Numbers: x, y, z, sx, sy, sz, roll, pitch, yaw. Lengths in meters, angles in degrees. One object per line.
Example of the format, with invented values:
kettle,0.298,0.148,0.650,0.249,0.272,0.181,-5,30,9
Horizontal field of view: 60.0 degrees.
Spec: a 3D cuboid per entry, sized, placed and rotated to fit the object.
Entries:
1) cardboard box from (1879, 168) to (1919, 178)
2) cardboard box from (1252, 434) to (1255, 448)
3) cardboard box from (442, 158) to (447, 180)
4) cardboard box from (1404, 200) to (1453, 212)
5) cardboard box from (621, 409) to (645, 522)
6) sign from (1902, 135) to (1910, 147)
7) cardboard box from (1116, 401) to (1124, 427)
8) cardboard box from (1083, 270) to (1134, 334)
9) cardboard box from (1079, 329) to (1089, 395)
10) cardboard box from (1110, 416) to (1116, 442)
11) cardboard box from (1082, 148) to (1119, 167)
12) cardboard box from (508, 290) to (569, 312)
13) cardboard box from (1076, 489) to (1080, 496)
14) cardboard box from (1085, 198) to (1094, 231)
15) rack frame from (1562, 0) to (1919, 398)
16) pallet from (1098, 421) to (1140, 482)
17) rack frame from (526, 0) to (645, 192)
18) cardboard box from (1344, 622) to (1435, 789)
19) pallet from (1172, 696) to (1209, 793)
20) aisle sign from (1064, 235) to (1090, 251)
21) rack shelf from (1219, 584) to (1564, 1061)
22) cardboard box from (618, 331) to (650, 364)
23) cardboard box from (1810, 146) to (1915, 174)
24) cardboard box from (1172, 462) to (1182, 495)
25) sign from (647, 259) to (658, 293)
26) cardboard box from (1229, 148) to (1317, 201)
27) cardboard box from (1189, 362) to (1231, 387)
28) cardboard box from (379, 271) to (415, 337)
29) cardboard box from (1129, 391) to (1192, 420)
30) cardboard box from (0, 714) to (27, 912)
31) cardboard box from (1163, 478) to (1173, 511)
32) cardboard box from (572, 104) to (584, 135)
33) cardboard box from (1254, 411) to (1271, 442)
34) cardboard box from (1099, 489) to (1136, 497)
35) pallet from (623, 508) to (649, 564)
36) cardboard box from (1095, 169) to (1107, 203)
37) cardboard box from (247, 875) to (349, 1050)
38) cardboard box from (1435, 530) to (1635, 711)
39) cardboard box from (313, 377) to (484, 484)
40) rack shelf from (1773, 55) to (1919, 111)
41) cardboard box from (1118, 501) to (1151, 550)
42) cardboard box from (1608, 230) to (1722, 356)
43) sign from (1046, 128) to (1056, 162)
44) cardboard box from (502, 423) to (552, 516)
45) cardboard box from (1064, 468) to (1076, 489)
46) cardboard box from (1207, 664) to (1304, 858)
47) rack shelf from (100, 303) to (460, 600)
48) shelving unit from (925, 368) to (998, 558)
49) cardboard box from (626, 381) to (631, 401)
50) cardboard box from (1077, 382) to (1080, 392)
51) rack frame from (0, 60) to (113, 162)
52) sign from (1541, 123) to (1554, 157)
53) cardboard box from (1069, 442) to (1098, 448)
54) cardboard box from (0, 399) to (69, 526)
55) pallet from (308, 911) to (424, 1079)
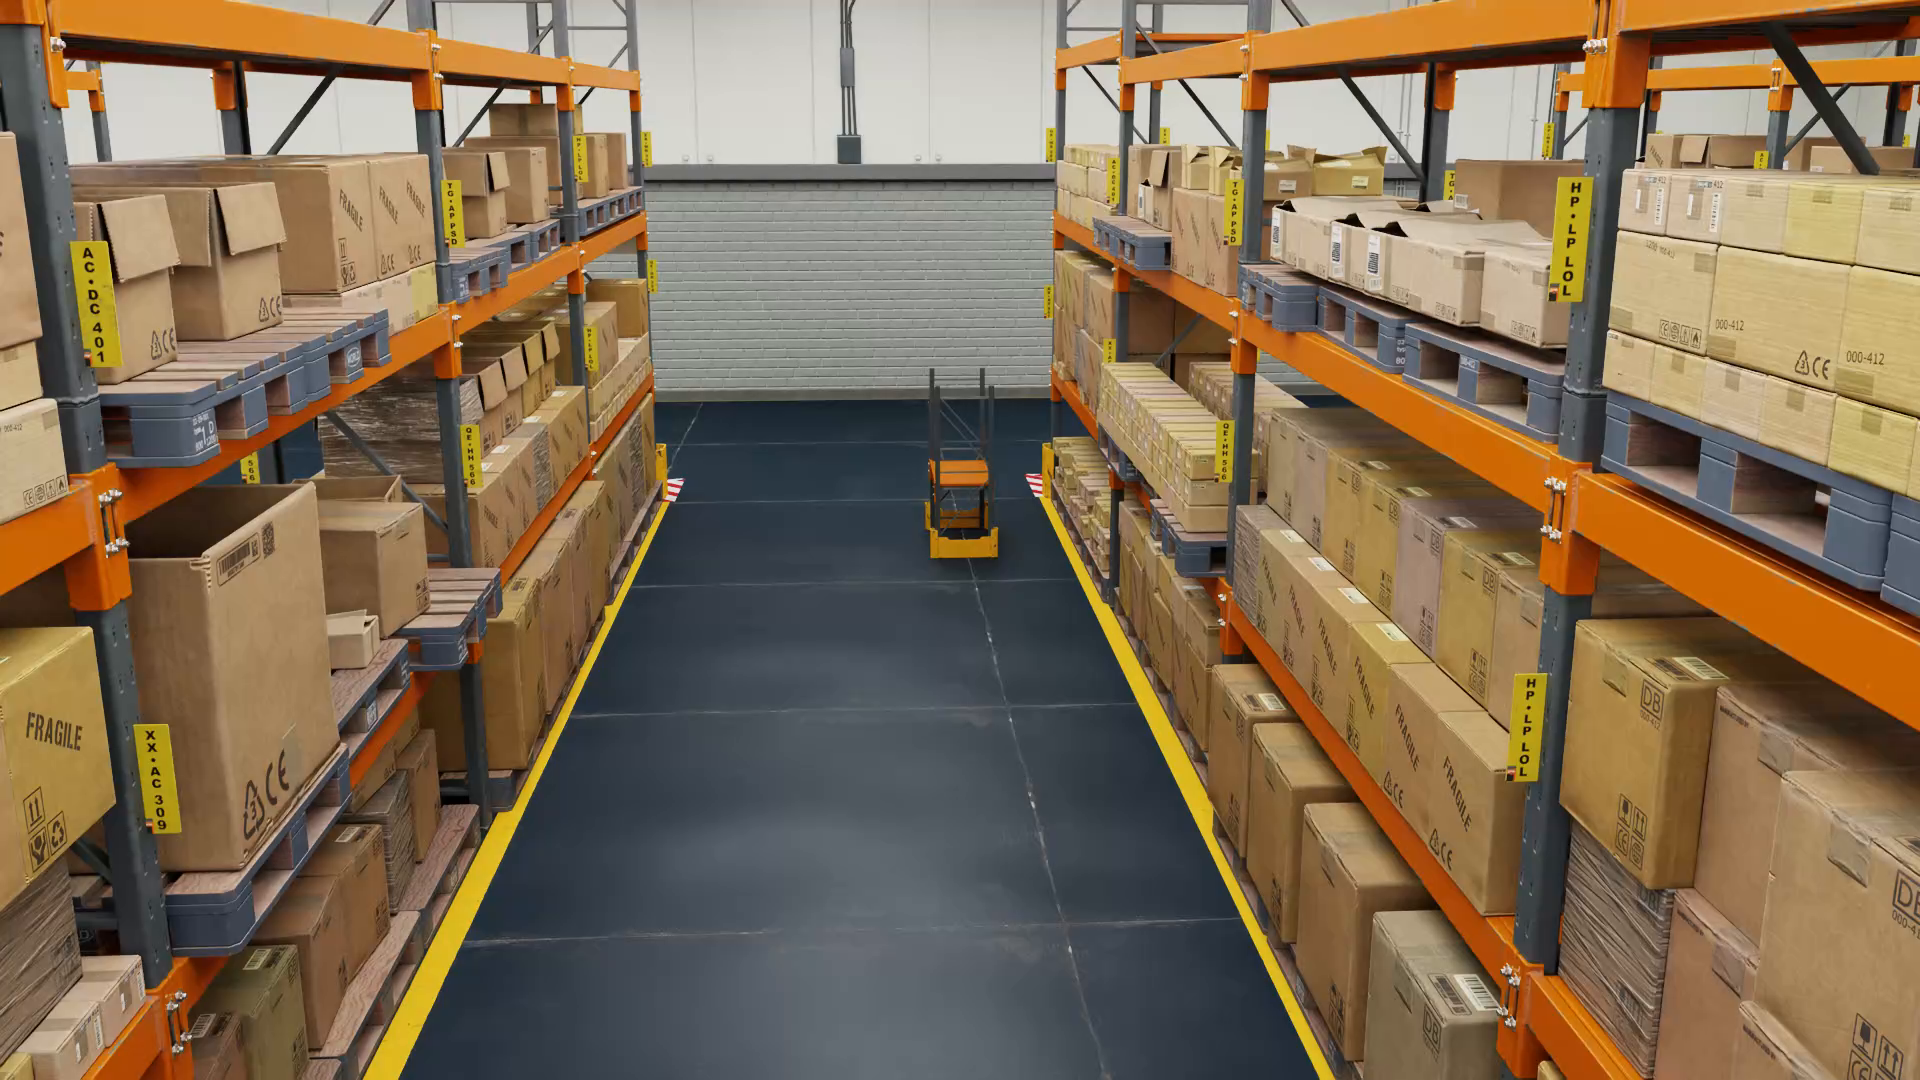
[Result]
cardboard box,2.504,-0.834,4.088,0.380,0.149,0.250,-1,14,-4
cardboard box,2.004,-0.615,10.461,0.380,0.149,0.250,-1,14,-4
cardboard box,-3.151,-1.751,8.742,0.797,0.503,0.637,0,14,0
cardboard box,2.279,-1.352,7.376,0.500,0.311,0.500,-1,14,-3
cardboard box,-3.361,-0.674,15.047,0.875,0.875,0.875,-1,14,-3
sign,7.143,-2.908,12.621,0.100,0.325,0.005,-1,14,-3
cardboard box,1.284,-0.868,11.444,0.380,0.149,0.250,-2,15,-6
cardboard box,1.313,-1.986,13.921,0.500,0.500,0.500,-1,14,-2
cardboard box,1.295,-1.502,14.046,0.500,0.500,0.500,-1,14,-4
cardboard box,1.267,-0.786,11.723,0.380,0.149,0.250,-1,14,-3
cardboard box,1.233,-3.213,13.973,0.380,0.149,0.250,-1,14,-4
cardboard box,-3.708,-1.942,14.753,0.500,0.500,0.500,-1,14,-5
cardboard box,1.270,-0.370,15.323,0.380,0.149,0.250,-1,14,-3
cardboard box,1.316,-2.689,13.739,0.500,0.250,0.500,-1,14,-4
rack frame,2.163,-1.856,4.182,1.000,3.000,0.127,-1,14,-3
pallet,1.570,-0.655,11.938,1.003,0.211,1.213,-1,14,-3
rack frame,-3.537,-4.789,15.581,1.000,3.000,0.127,-1,14,-3
cardboard box,1.801,0.624,6.382,0.500,0.500,0.500,-1,14,-3
pallet,1.868,1.210,9.899,1.003,0.211,1.213,-1,14,-3
aisle sign,1.116,-3.208,16.257,0.394,0.787,0.004,-1,14,-3
rack shelf,2.039,0.900,6.952,1.077,0.370,4.000,-1,14,-3
cardboard box,-3.242,-1.839,15.858,0.500,0.250,0.500,-1,14,-4
cardboard box,6.367,-2.523,11.749,0.500,0.500,0.500,-1,14,-4
cardboard box,1.412,-0.354,9.446,0.380,0.149,0.250,0,14,-1
sign,-2.995,-2.564,16.174,0.100,0.325,0.005,-1,14,-3
cardboard box,1.631,-1.914,8.689,0.396,0.266,0.258,-1,14,-3
cardboard box,1.887,-1.214,12.191,0.380,0.149,0.250,0,14,-1
cardboard box,-2.723,-1.037,7.317,0.500,0.250,0.500,-1,14,-4
cardboard box,1.314,-0.884,10.909,0.380,0.149,0.250,0,14,-1
cardboard box,-2.459,0.656,3.654,0.500,0.500,0.500,-1,14,-3
cardboard box,1.396,-0.269,9.713,0.380,0.149,0.250,-1,14,-2
cardboard box,-3.422,-3.497,13.831,0.500,0.250,0.500,-1,14,-5
cardboard box,2.015,-0.694,10.173,0.380,0.149,0.250,0,14,-1
cardboard box,1.369,-0.326,13.959,0.380,0.149,0.250,0,14,-2
pallet,-3.337,-0.033,14.731,1.003,0.211,1.213,-1,14,-3
cardboard box,1.364,-2.803,13.179,0.500,0.250,0.500,-1,15,-6
cardboard box,-2.856,1.687,6.584,0.700,0.500,0.500,-2,15,-8
cardboard box,2.093,0.265,5.769,0.700,0.500,0.500,-1,14,-4
cardboard box,-3.071,-0.611,9.166,0.797,0.503,0.637,0,14,-2
rack shelf,6.726,-2.908,10.515,1.077,0.370,4.000,-1,14,-3
cardboard box,1.449,-0.109,12.098,0.500,0.250,0.500,-2,15,-6
cardboard box,1.914,-0.601,3.983,0.500,0.250,0.500,-1,14,-3
sign,0.878,-3.803,16.013,0.100,0.325,0.005,-1,14,-3
cardboard box,-2.899,-0.448,10.546,0.500,0.500,0.500,-1,14,-3
cardboard box,1.167,-0.574,15.519,0.380,0.149,0.250,0,14,-2
cardboard box,1.863,1.093,8.430,1.050,0.750,0.750,-1,14,-4
rack shelf,-2.918,-0.501,6.378,1.077,0.370,4.000,-1,14,-3
shelving unit,0.005,-0.707,14.766,0.587,1.500,1.083,-1,14,-3
cardboard box,-3.092,-1.299,14.558,0.380,0.149,0.250,-1,14,-2
cardboard box,1.265,-1.406,14.974,0.380,0.149,0.250,-1,14,-5
rack frame,-8.481,-4.713,15.284,1.000,3.000,0.127,-1,14,-3
sign,5.800,-3.944,16.403,0.100,0.325,0.005,-1,14,-3
cardboard box,1.250,-0.844,15.971,0.380,0.149,0.250,-1,14,-2
cardboard box,-2.505,-0.170,3.949,0.500,0.250,0.500,0,14,-1
pallet,-2.922,1.953,7.011,1.003,0.211,1.213,-1,14,-3
